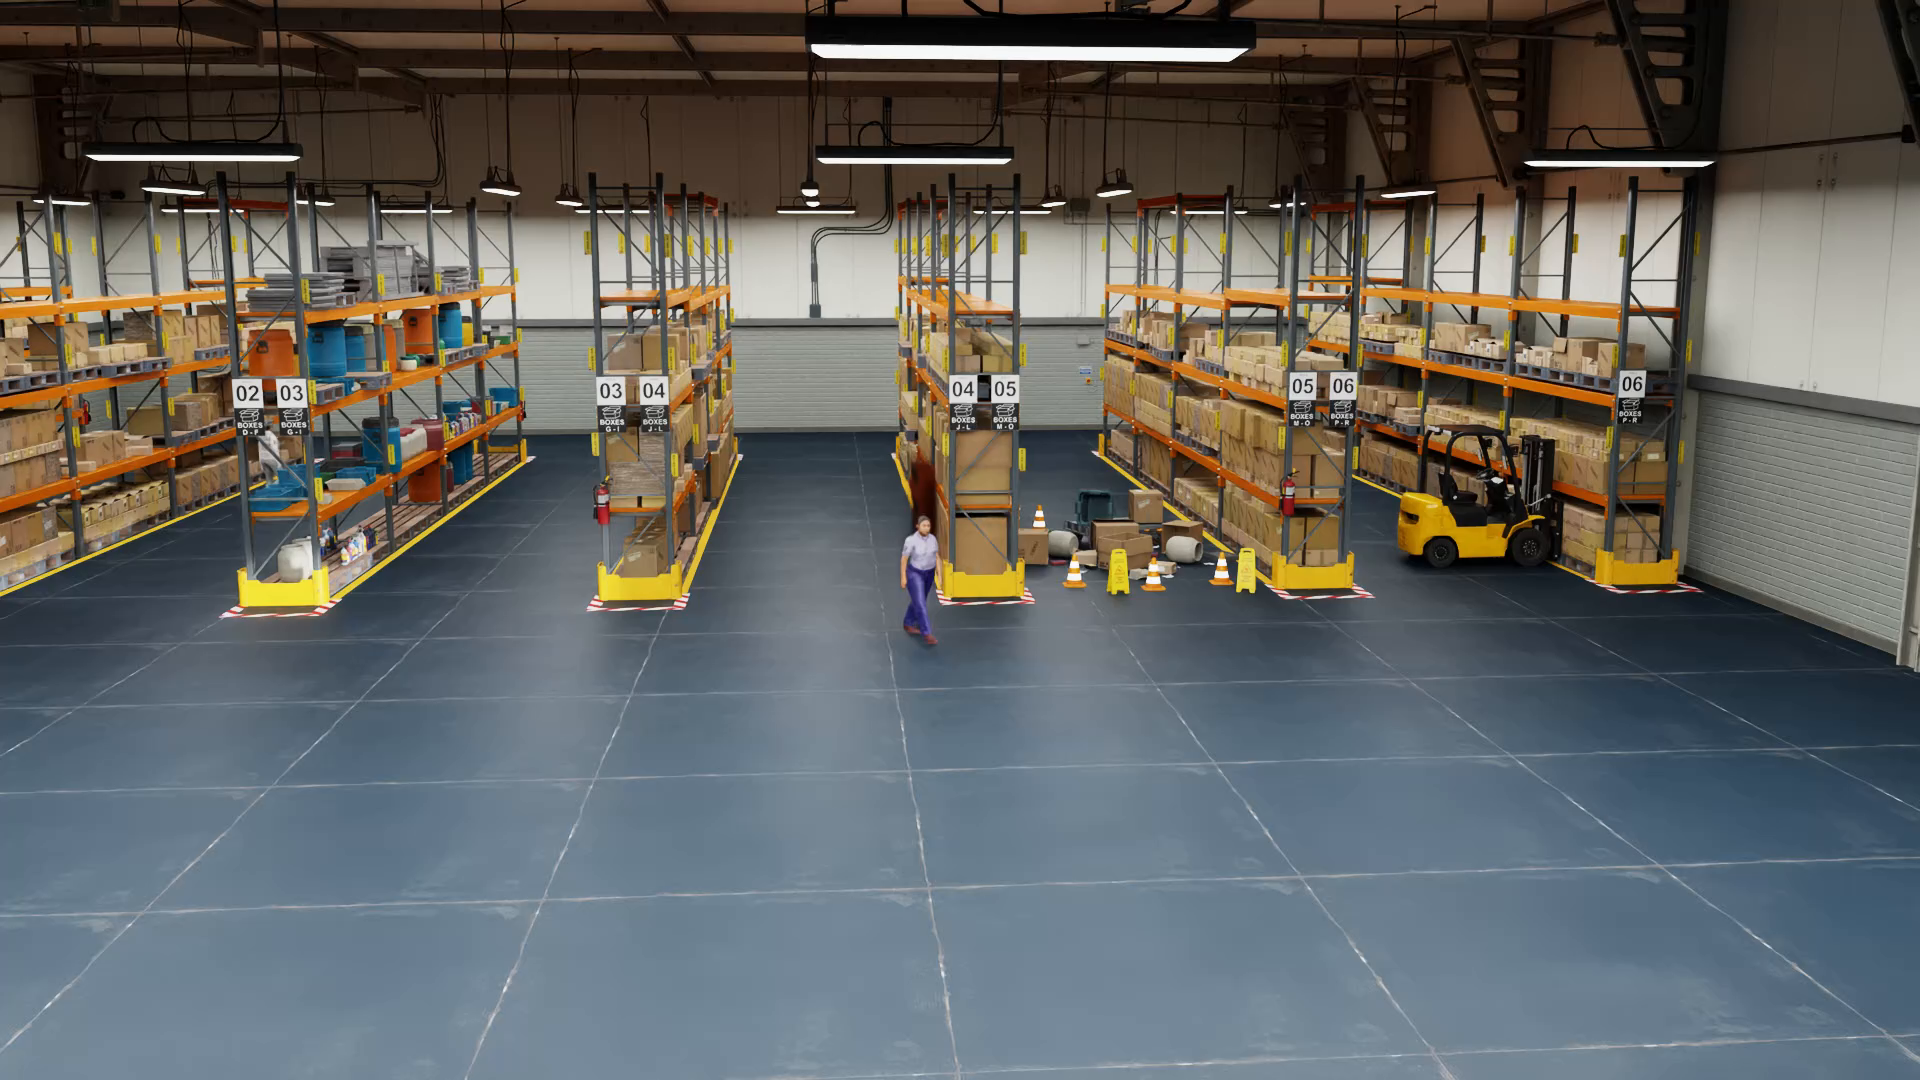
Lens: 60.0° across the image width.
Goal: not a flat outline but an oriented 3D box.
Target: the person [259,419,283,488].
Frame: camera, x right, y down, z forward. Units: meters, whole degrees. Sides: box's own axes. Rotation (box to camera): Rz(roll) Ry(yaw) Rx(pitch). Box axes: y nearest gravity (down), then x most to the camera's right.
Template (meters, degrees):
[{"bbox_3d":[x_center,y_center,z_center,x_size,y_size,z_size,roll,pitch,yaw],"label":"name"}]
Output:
[{"bbox_3d":[-13.529,-1.522,32.524,0.512,1.671,0.464,5,11,28],"label":"person"}]

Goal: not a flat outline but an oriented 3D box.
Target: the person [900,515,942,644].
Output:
[{"bbox_3d":[-0.472,0.483,21.281,0.526,1.578,0.982,-9,14,-42],"label":"person"}]
